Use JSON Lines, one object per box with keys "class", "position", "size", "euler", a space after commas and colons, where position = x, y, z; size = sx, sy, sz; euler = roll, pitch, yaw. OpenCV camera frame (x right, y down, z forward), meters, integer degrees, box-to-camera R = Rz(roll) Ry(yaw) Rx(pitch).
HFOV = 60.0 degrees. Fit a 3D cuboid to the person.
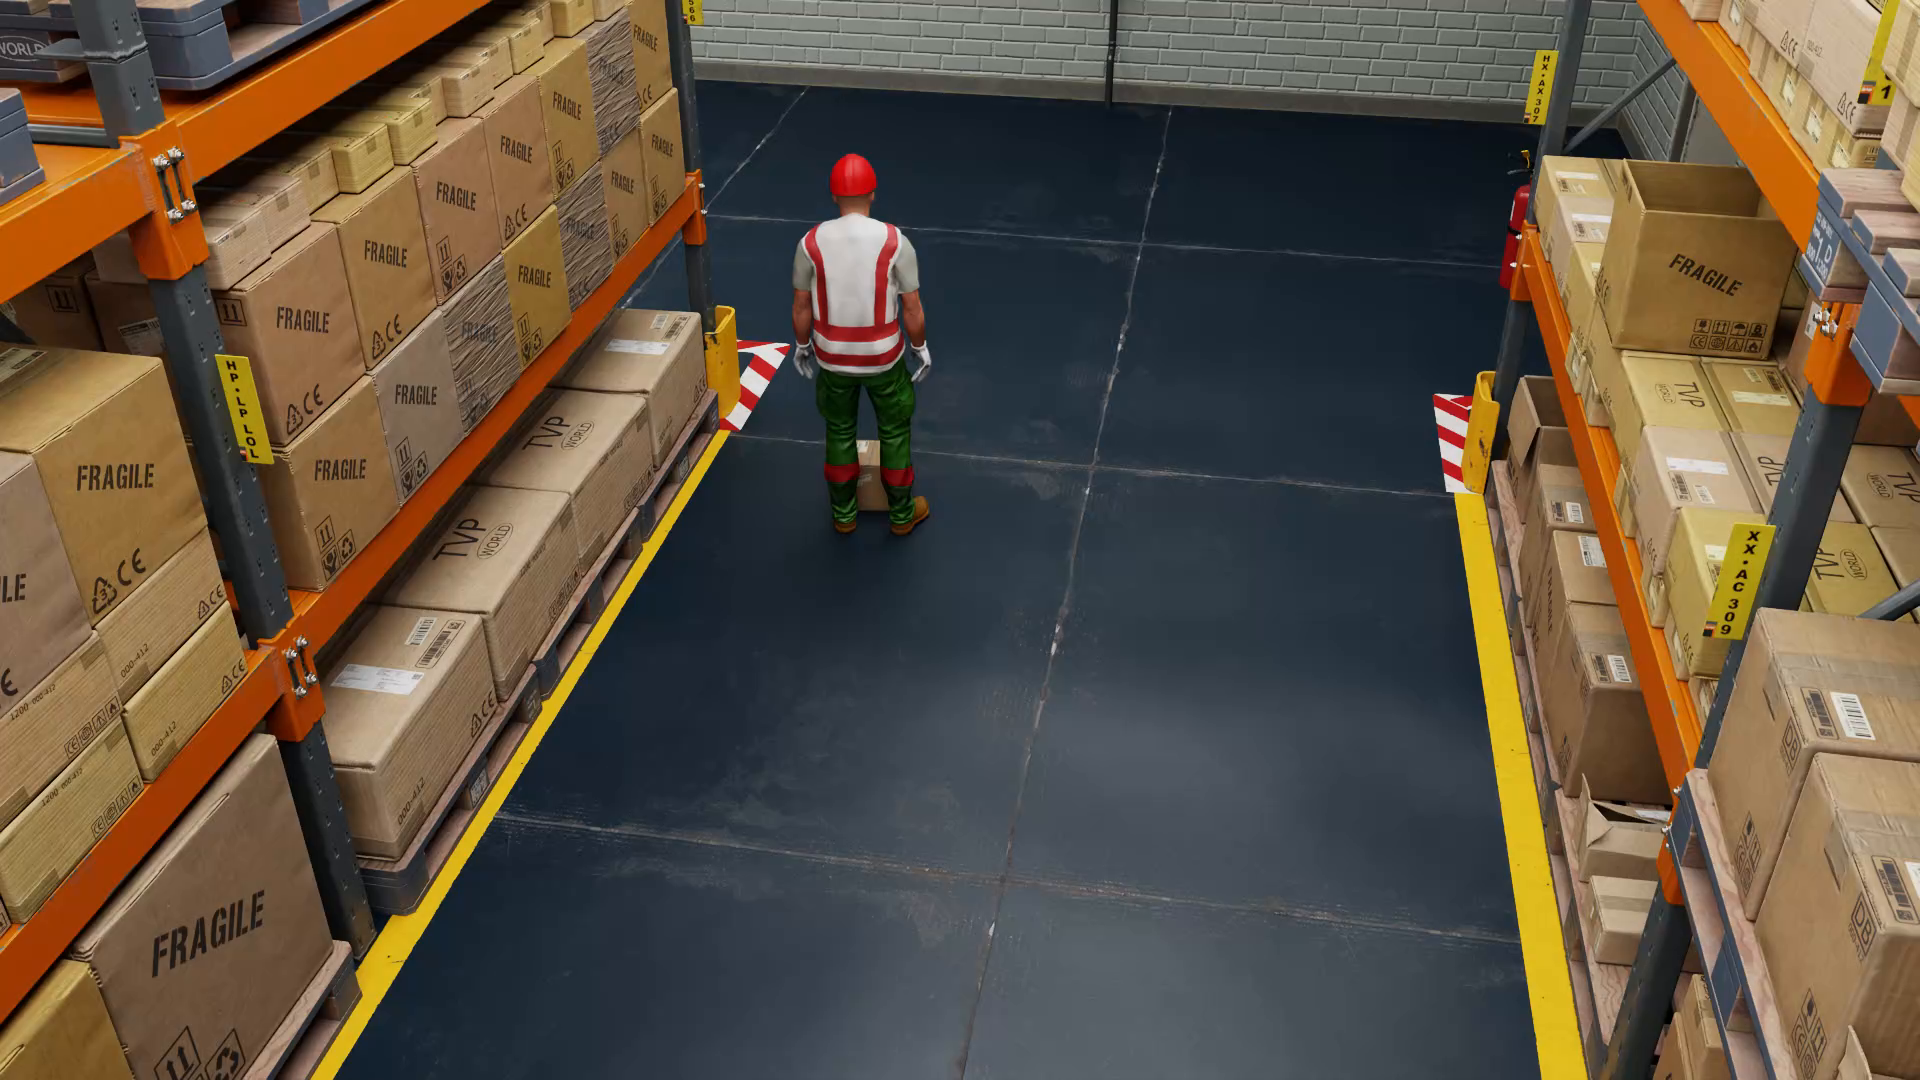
{"class": "person", "position": [-0.442, -0.842, 7.465], "size": [0.623, 1.780, 0.450], "euler": [3, 32, 5]}
